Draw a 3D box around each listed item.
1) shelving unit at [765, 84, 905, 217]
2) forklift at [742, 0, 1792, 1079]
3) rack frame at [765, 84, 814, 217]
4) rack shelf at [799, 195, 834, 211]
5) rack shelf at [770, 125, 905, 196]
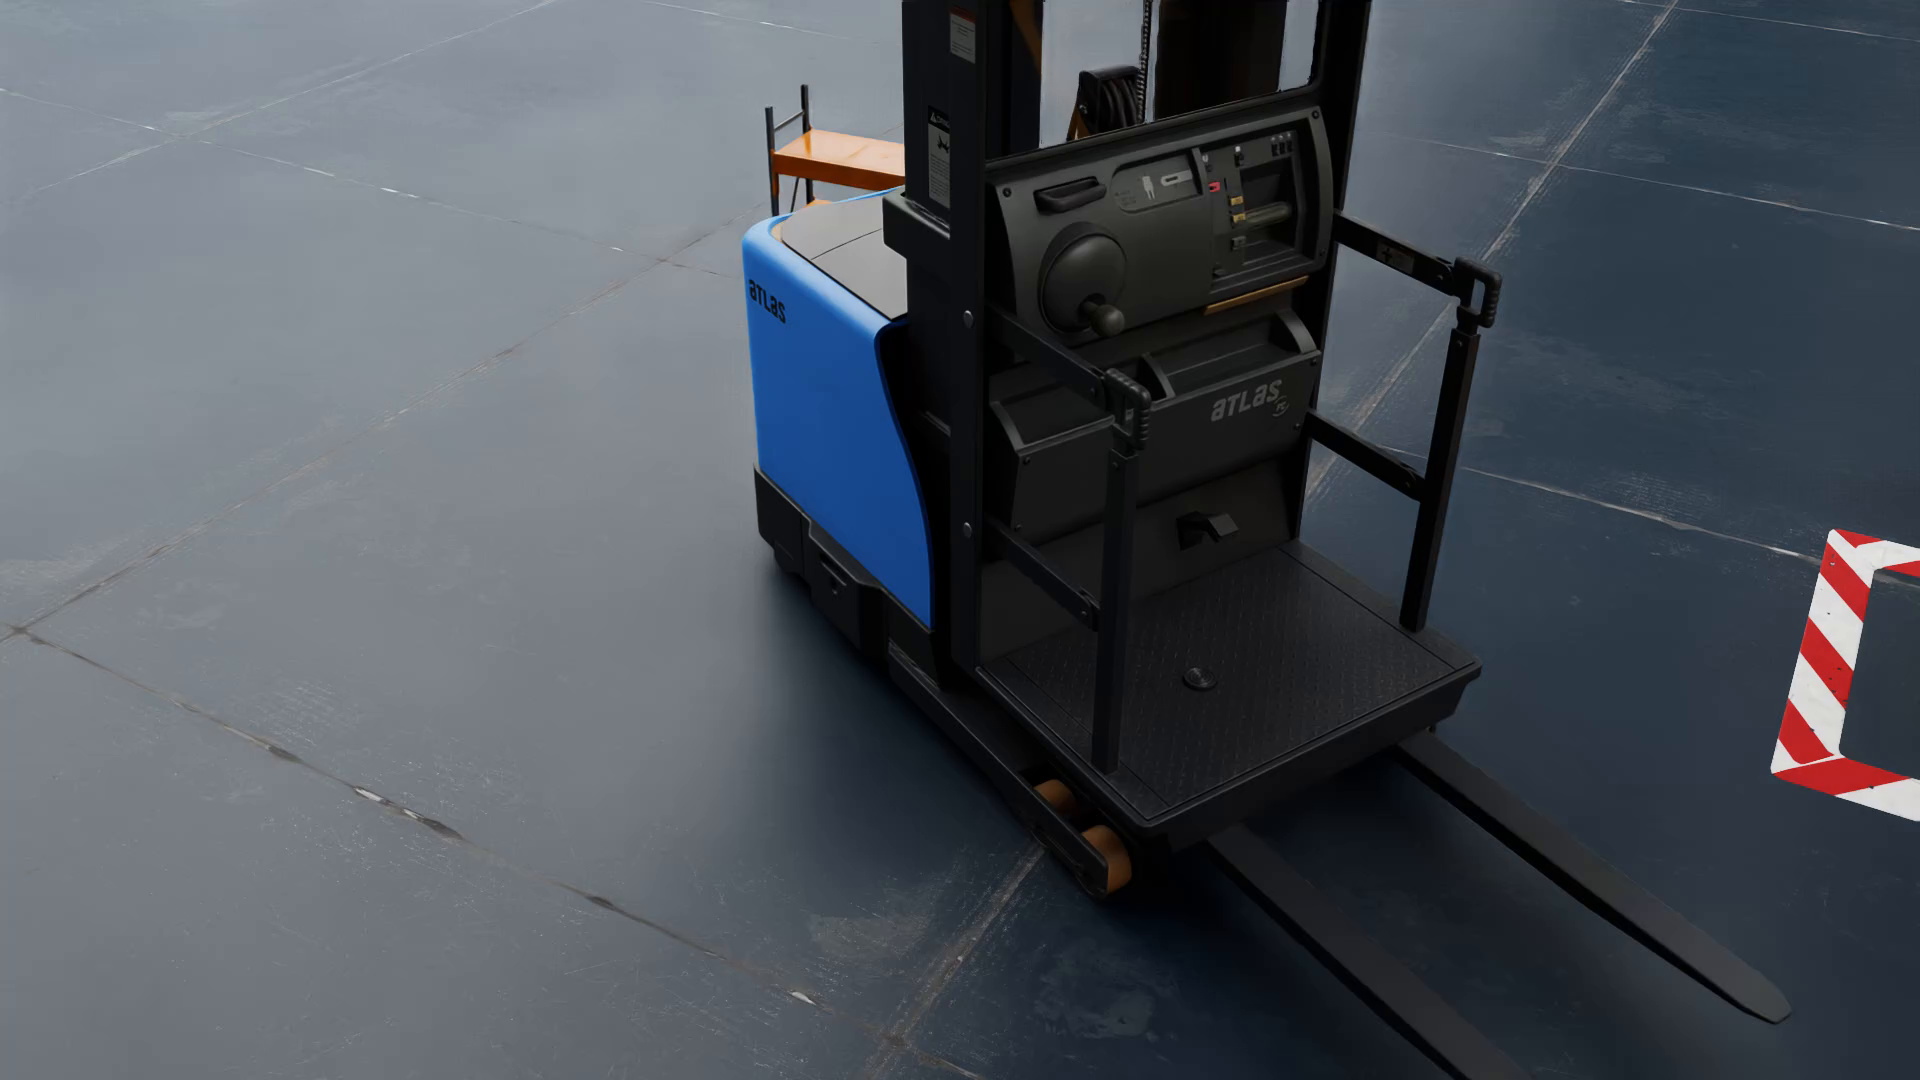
[{"bbox_3d":[-0.316,-0.820,5.400,0.503,1.200,0.258,15,36,21],"label":"shelving unit"},{"bbox_3d":[0.599,-0.672,3.615,1.130,2.935,3.031,-20,38,-27],"label":"forklift"},{"bbox_3d":[-0.537,-0.878,5.486,0.015,1.200,0.240,15,36,21],"label":"rack frame"},{"bbox_3d":[-0.316,-0.951,5.313,0.480,0.148,0.258,15,36,21],"label":"rack shelf"},{"bbox_3d":[-0.316,-1.147,5.182,0.480,0.148,0.258,15,36,21],"label":"rack shelf"}]
